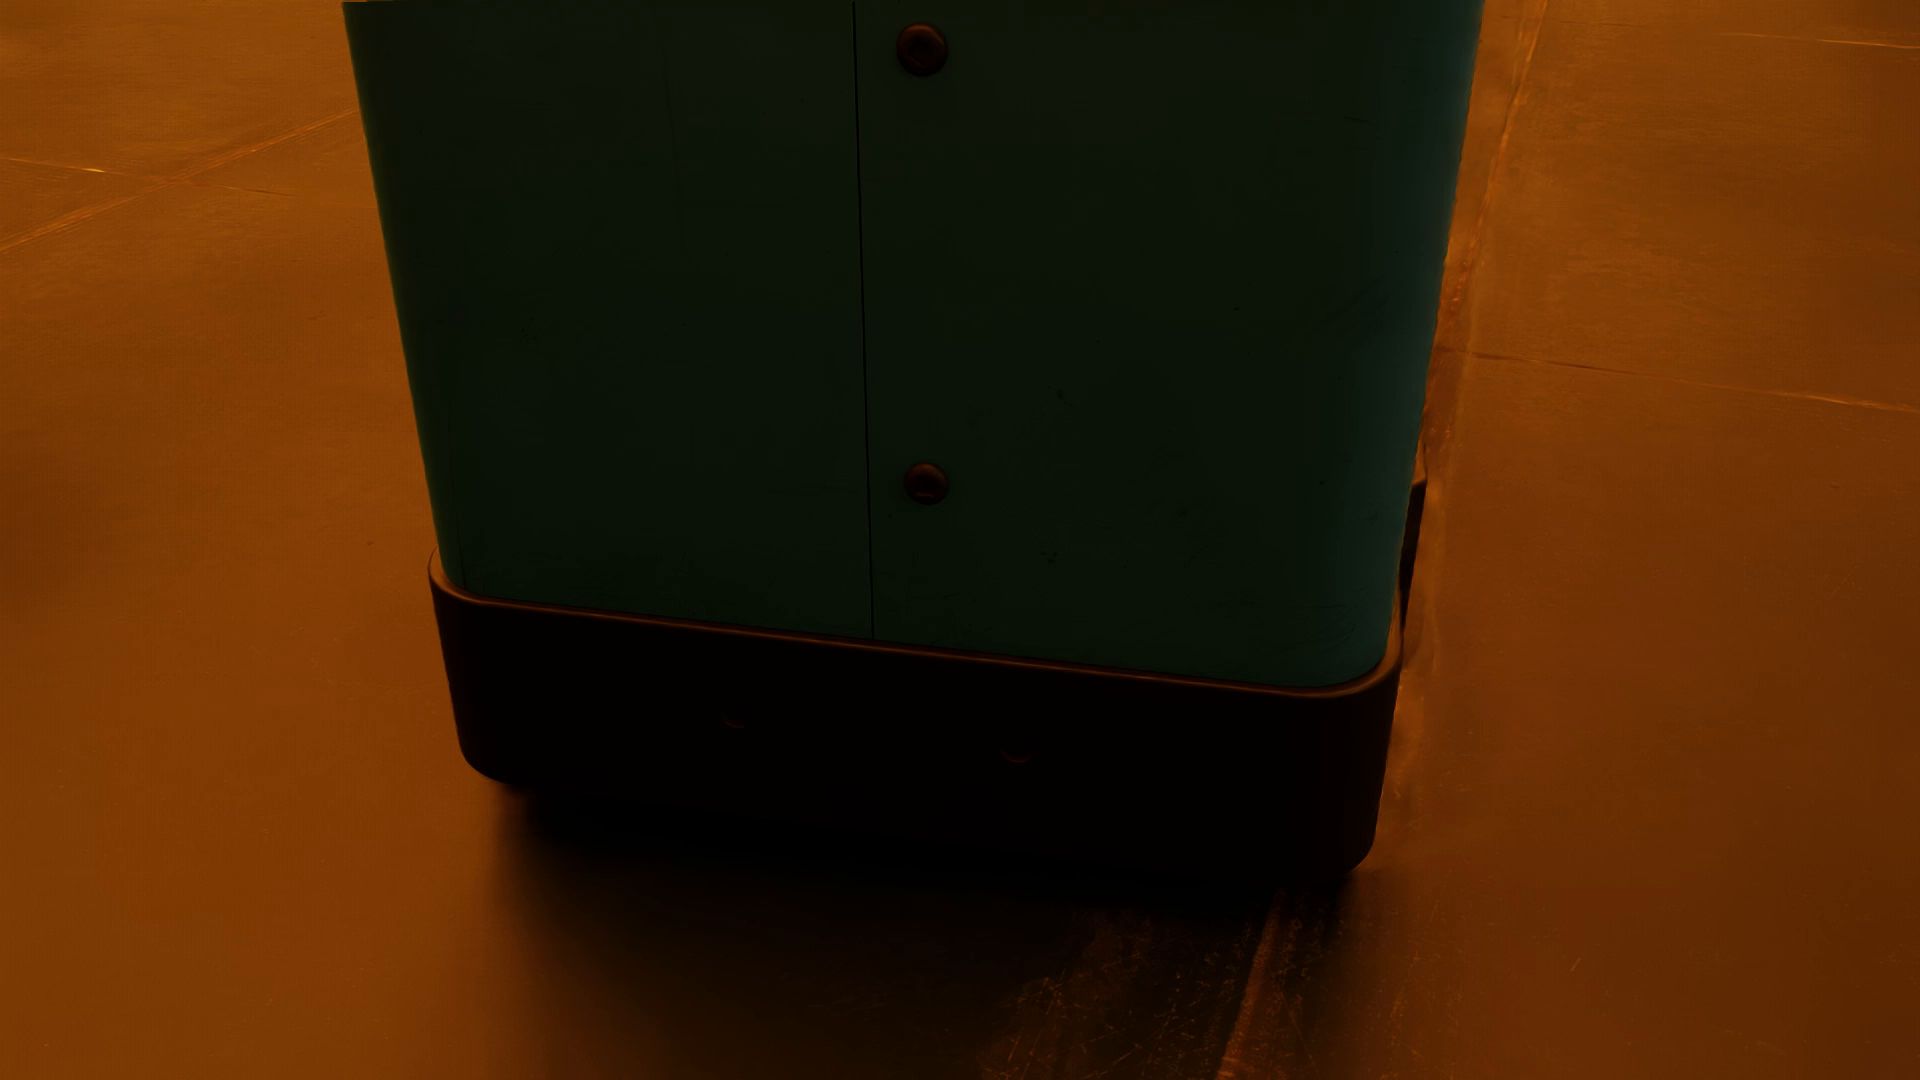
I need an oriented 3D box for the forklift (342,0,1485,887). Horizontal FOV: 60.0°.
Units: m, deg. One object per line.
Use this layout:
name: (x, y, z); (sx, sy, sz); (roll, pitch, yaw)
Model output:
forklift: (0.214, -1.627, 2.398); (1.130, 2.935, 3.031); (6, 30, 10)
